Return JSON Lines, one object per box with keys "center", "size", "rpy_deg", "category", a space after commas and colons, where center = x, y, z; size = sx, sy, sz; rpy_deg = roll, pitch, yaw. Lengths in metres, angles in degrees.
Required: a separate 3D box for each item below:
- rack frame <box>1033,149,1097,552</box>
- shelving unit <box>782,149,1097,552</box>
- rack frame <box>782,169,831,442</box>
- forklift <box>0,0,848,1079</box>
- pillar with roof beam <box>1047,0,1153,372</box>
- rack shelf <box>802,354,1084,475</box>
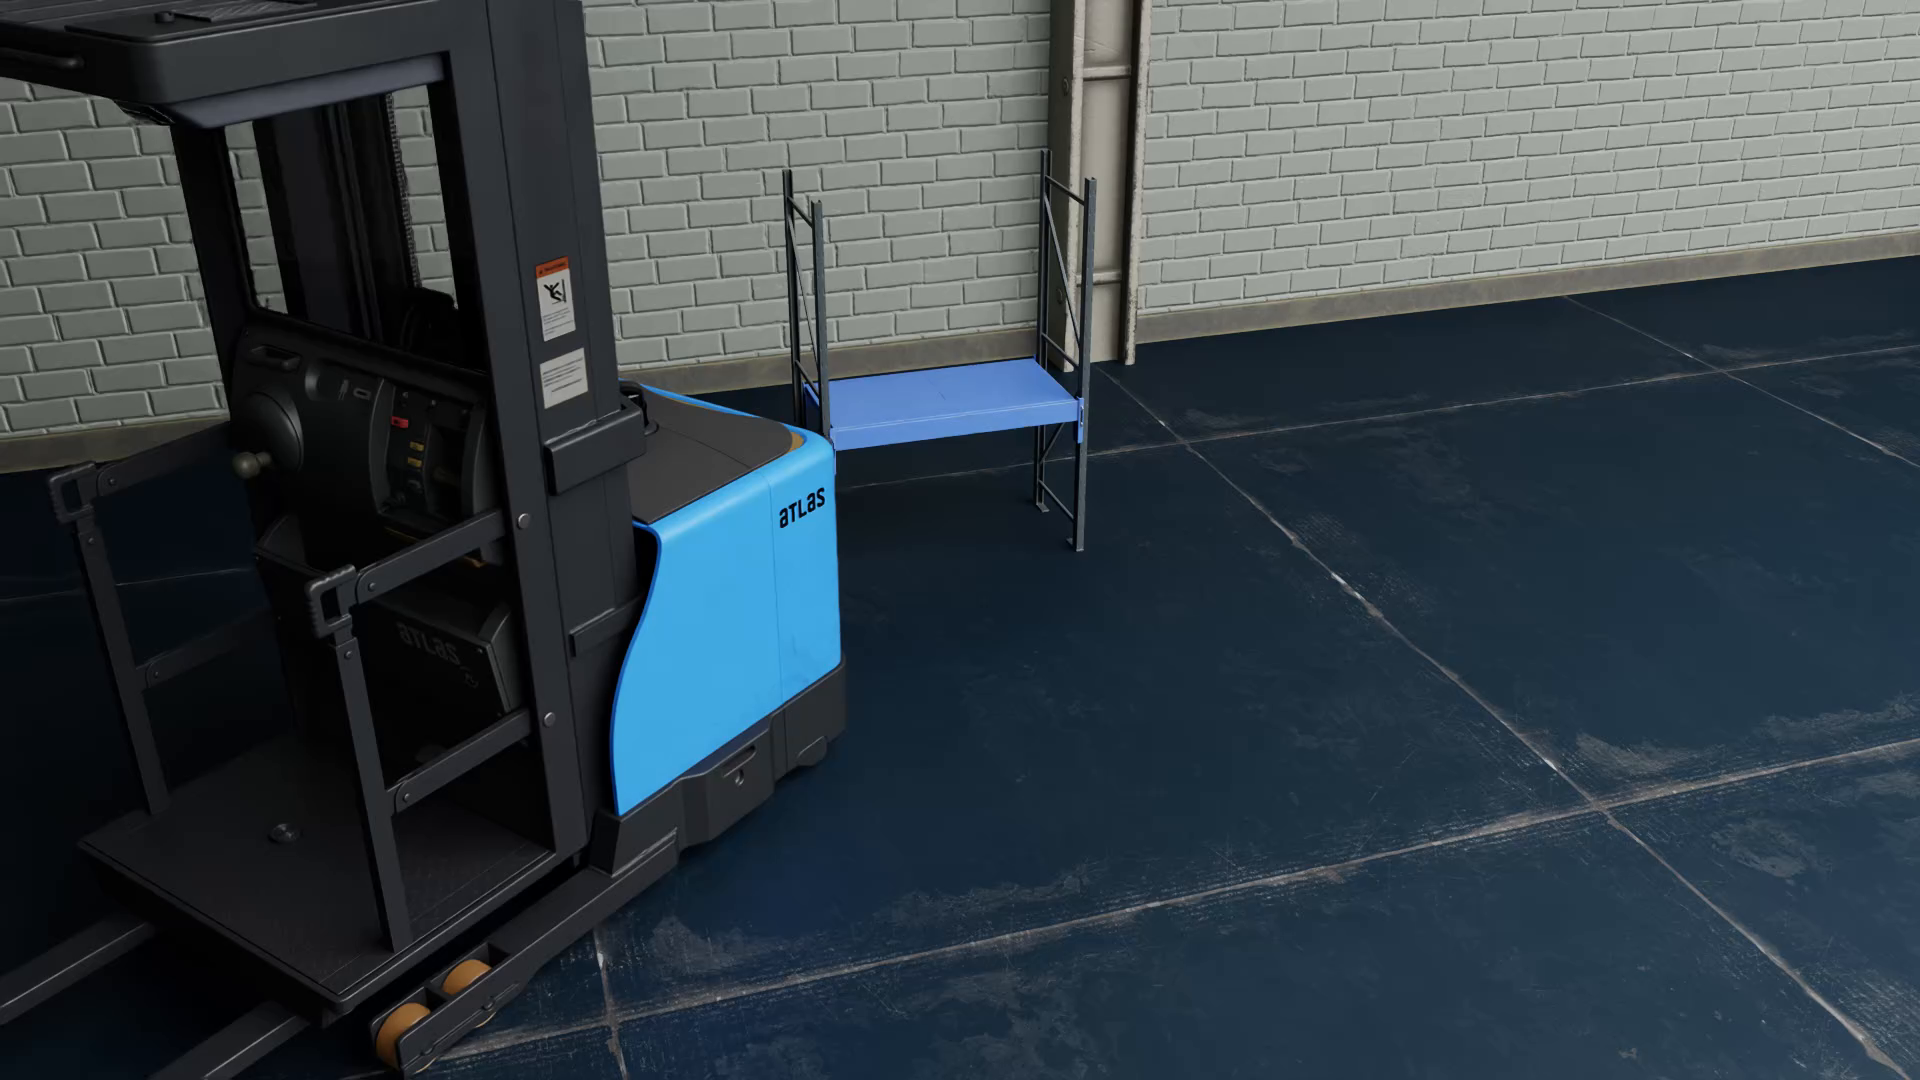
{"center": [0.402, -0.730, 6.534], "size": [0.032, 1.500, 0.500], "rpy_deg": [-8, 28, -16], "category": "rack frame"}
{"center": [-0.081, -0.660, 6.393], "size": [1.048, 1.500, 0.538], "rpy_deg": [-8, 28, -16], "category": "shelving unit"}
{"center": [-0.564, -0.590, 6.252], "size": [0.032, 1.500, 0.500], "rpy_deg": [-8, 28, -16], "category": "rack frame"}
{"center": [-1.605, -0.240, 3.938], "size": [1.130, 2.935, 3.031], "rpy_deg": [17, 31, 30], "category": "forklift"}
{"center": [2.001, -3.158, 2.991], "size": [0.400, 9.000, 9.100], "rpy_deg": [-8, 28, -16], "category": "pillar with roof beam"}
{"center": [-0.081, -0.499, 6.473], "size": [1.000, 0.185, 0.538], "rpy_deg": [-8, 28, -16], "category": "rack shelf"}
